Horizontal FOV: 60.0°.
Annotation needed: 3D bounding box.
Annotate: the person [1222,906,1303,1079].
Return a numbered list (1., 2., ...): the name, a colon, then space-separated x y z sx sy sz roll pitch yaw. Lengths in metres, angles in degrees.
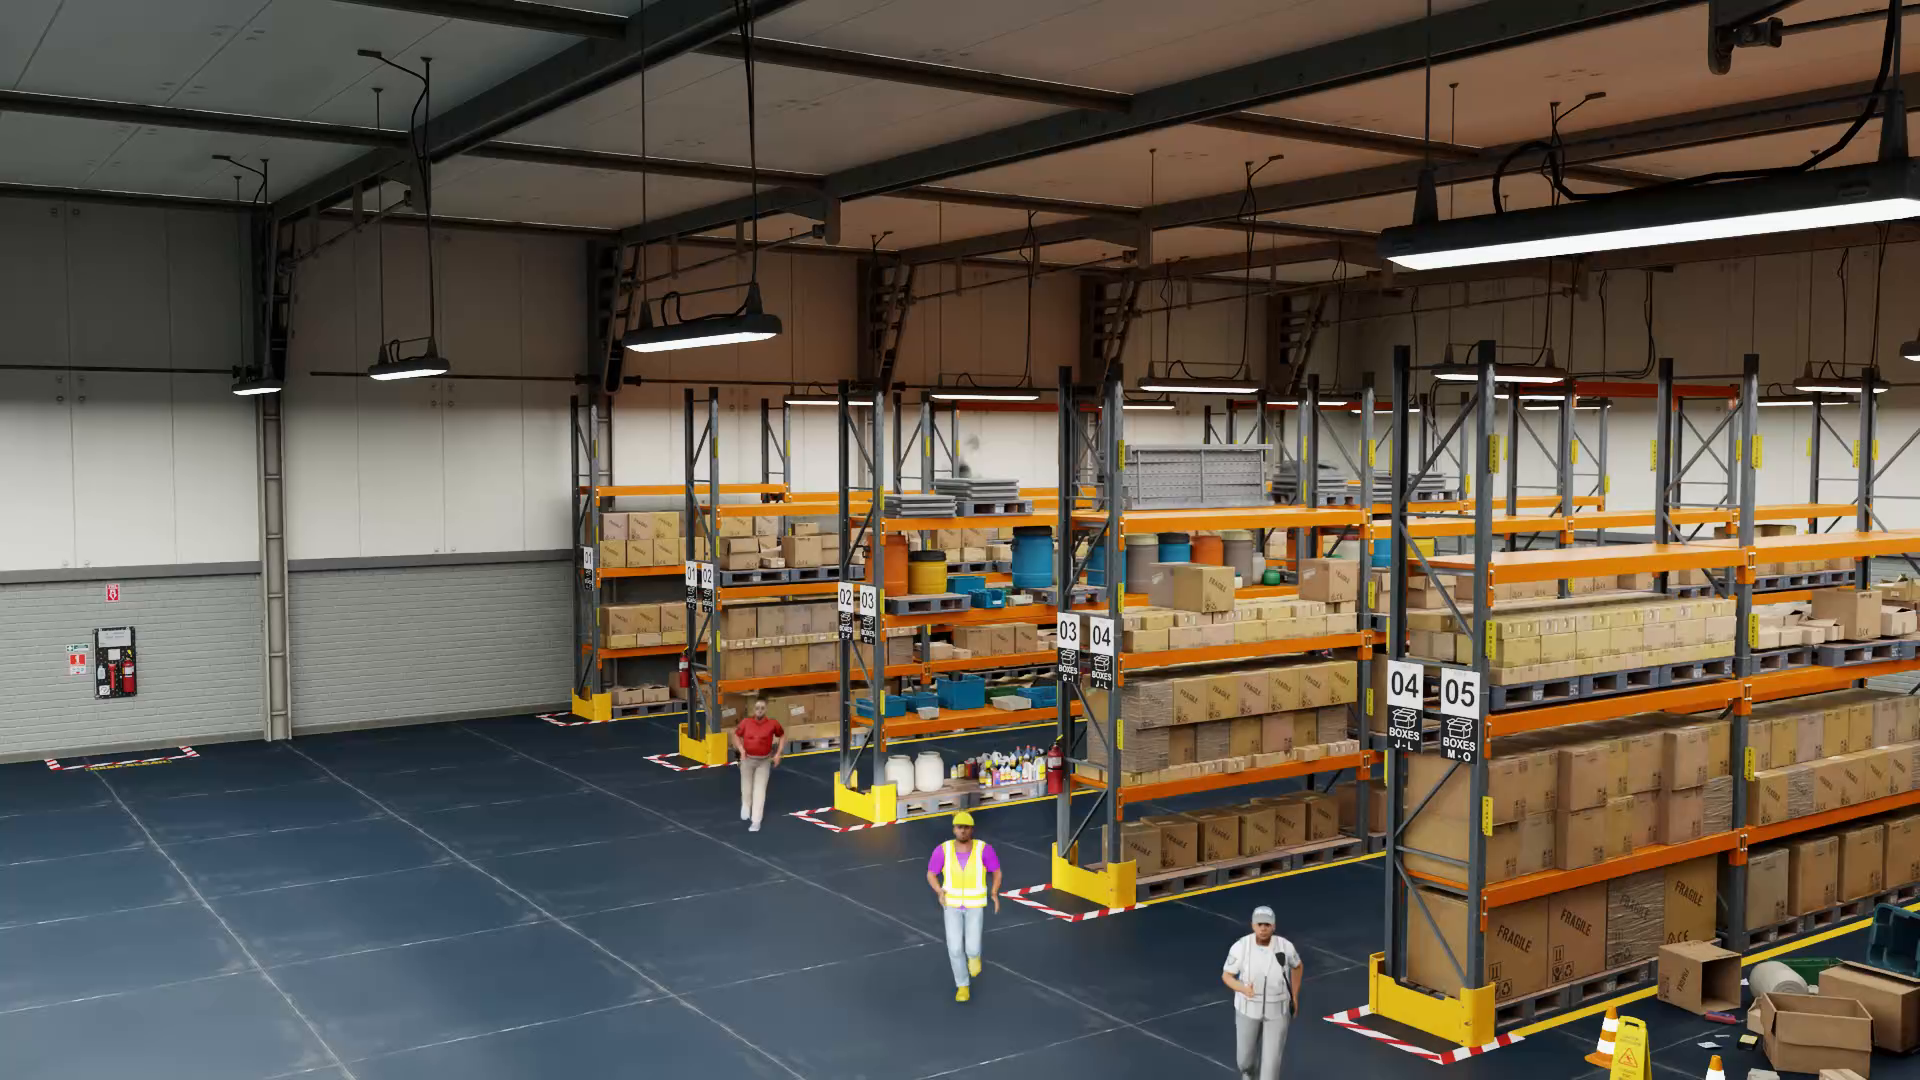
1. person: 2.293 3.573 12.612 0.610 1.642 0.832 1 3 10

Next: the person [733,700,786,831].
1. person: -2.668 2.967 22.219 0.702 1.704 0.866 -1 3 -11

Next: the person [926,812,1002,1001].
1. person: 0.034 3.379 15.455 0.703 1.723 0.588 0 3 3
